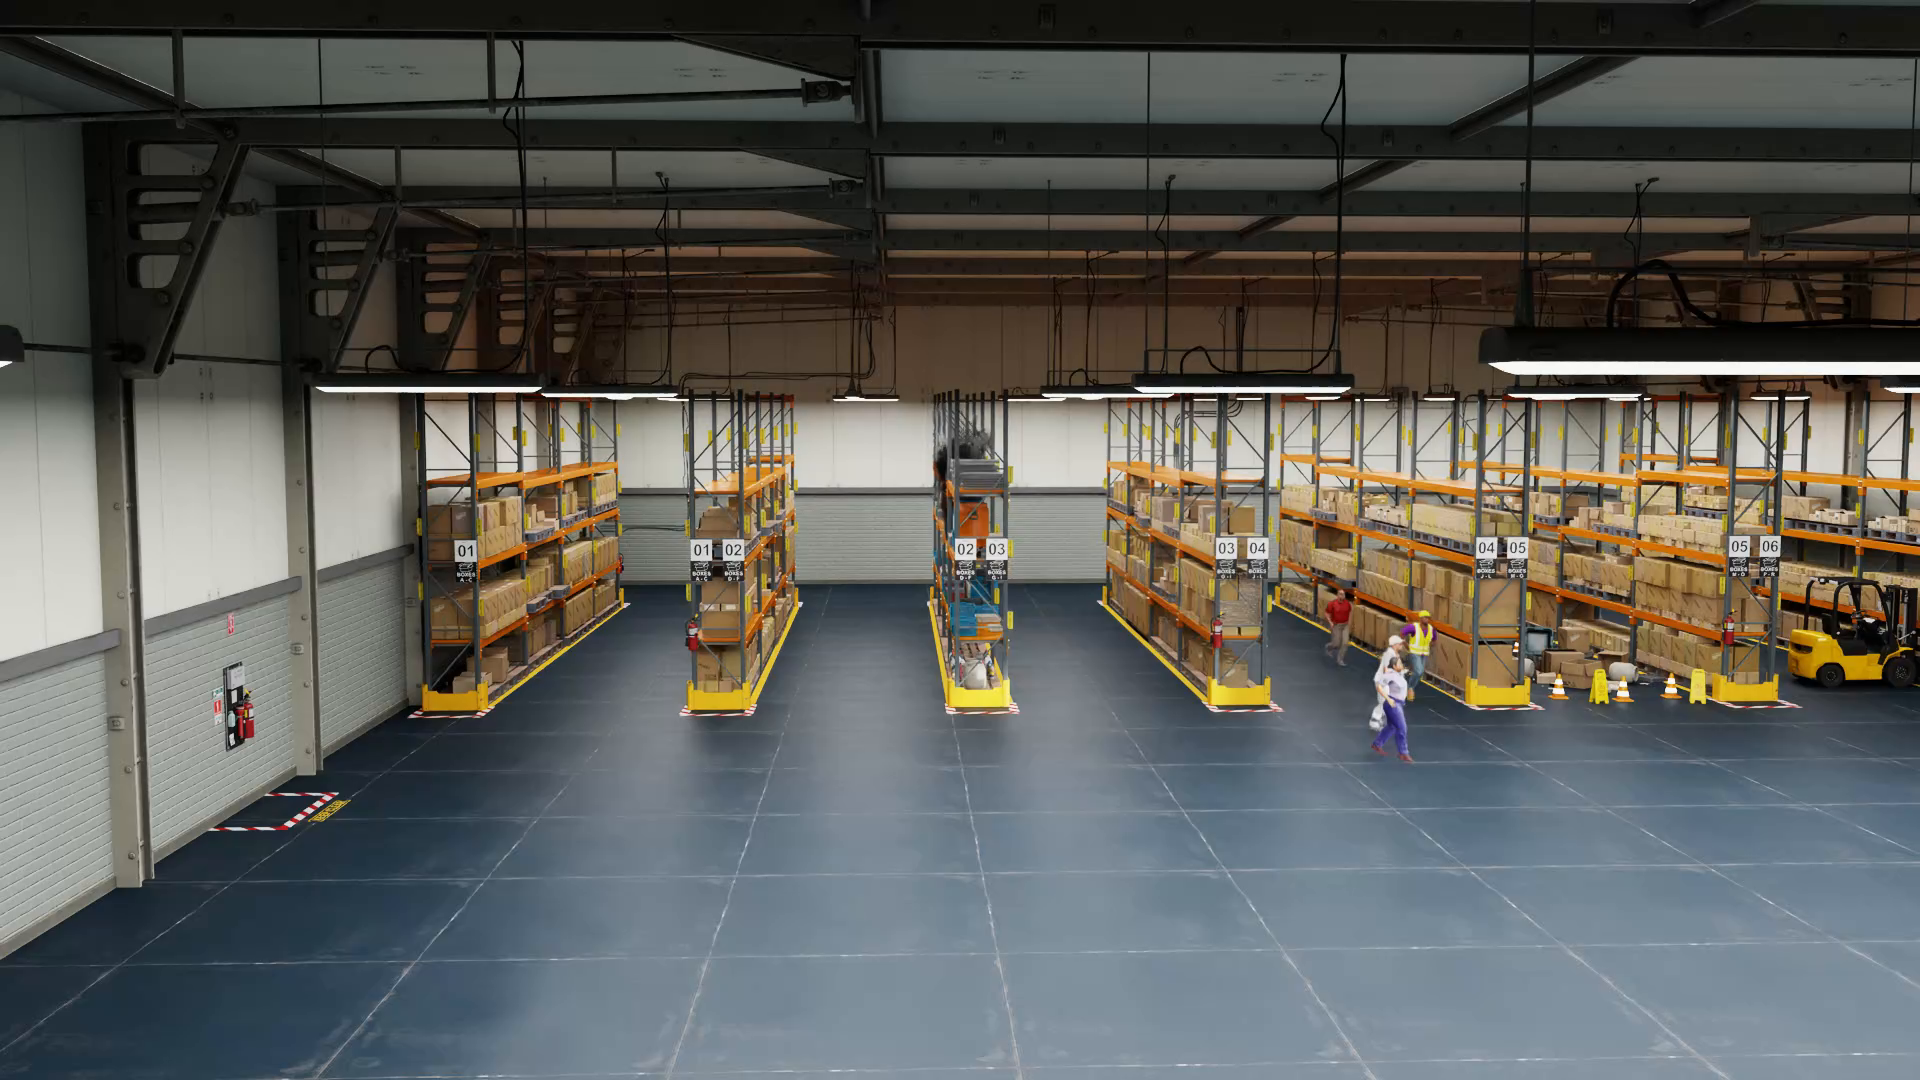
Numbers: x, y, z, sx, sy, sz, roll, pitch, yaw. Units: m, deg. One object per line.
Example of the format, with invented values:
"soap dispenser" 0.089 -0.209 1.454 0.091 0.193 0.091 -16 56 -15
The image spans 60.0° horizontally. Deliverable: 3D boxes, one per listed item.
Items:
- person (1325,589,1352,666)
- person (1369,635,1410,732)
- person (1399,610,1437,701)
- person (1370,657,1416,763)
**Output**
"person" 8.327 1.908 36.615 0.650 1.680 0.652 -1 5 -12
"person" 7.476 2.502 28.919 0.745 1.717 0.632 3 6 36
"person" 8.903 2.242 32.238 0.675 1.789 0.665 -2 5 -20
"person" 6.989 2.721 26.779 0.766 1.693 0.611 3 5 28
